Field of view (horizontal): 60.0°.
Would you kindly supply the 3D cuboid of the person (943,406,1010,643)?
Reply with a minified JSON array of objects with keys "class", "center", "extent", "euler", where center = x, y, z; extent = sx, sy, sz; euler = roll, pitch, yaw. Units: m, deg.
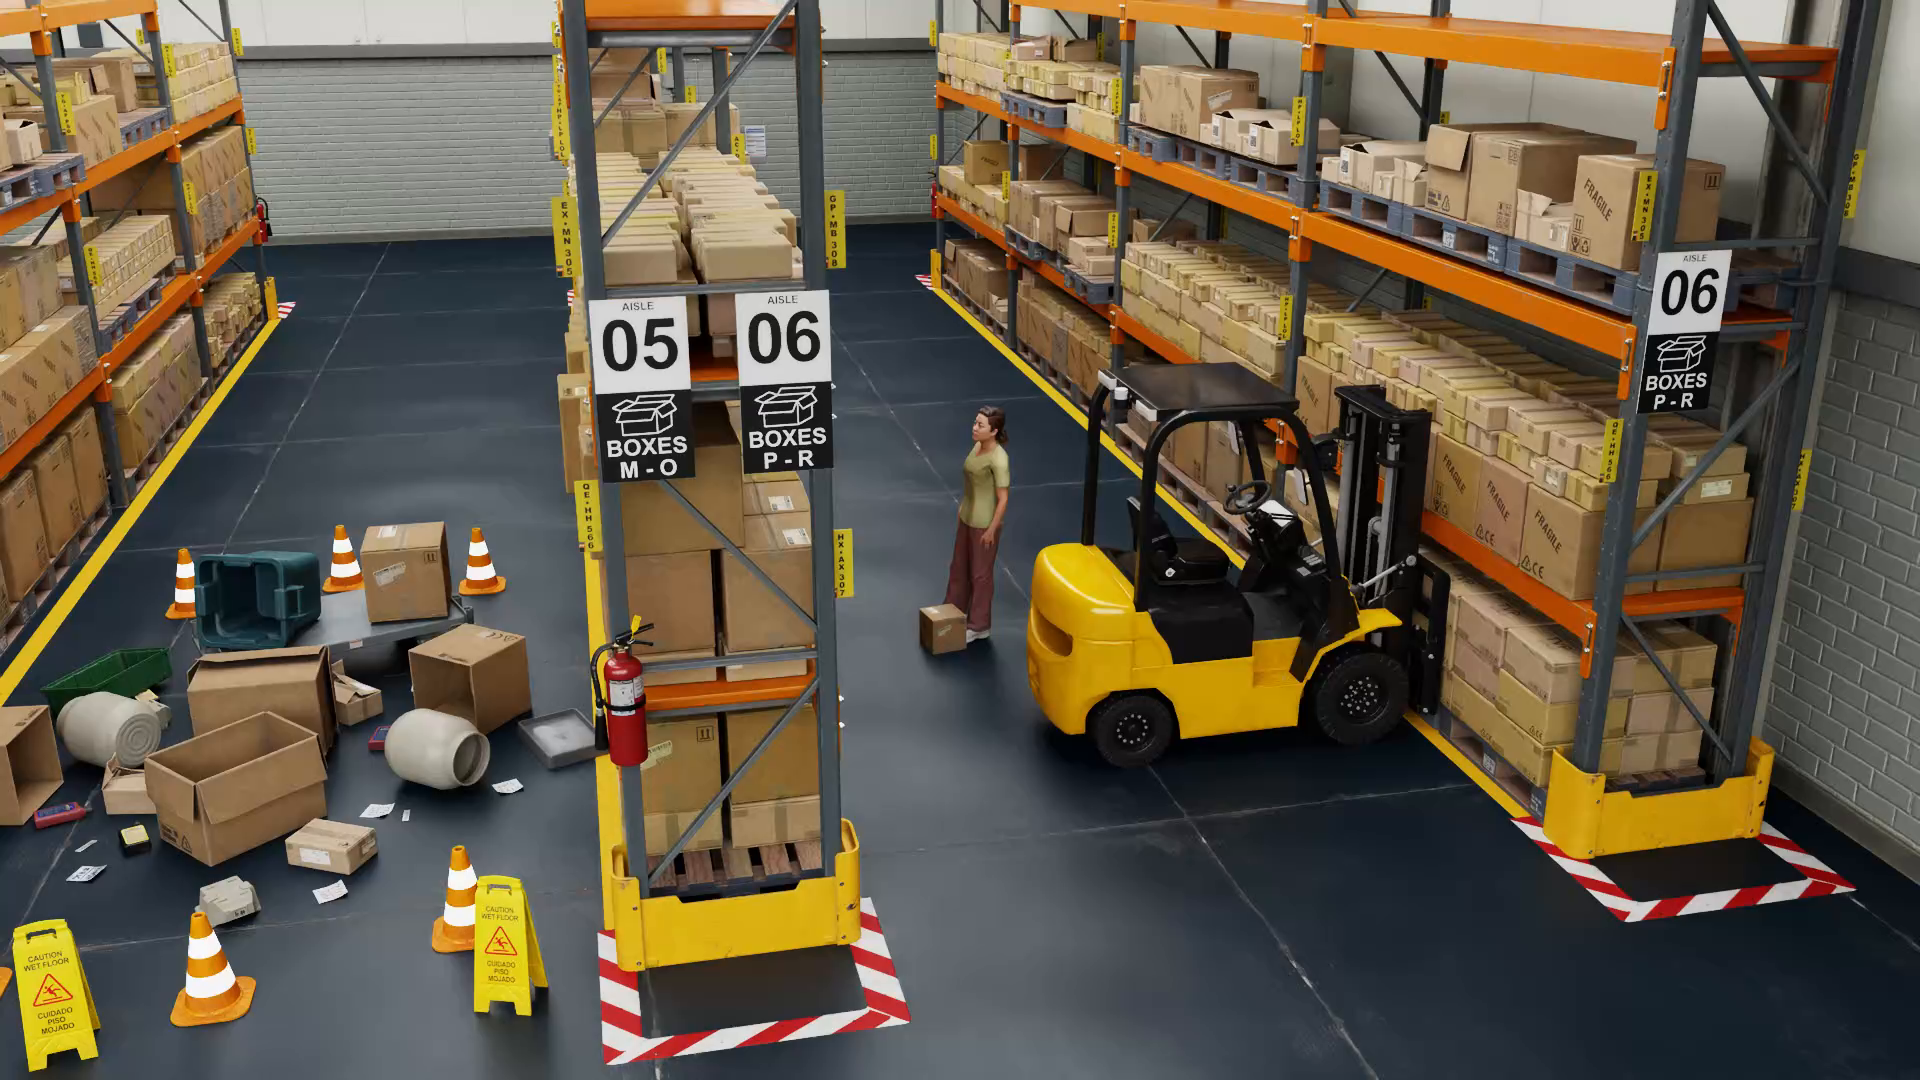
[{"class":"person","center":[0.070,-0.104,11.335],"extent":[0.547,1.673,0.553],"euler":[-7,21,-20]}]
